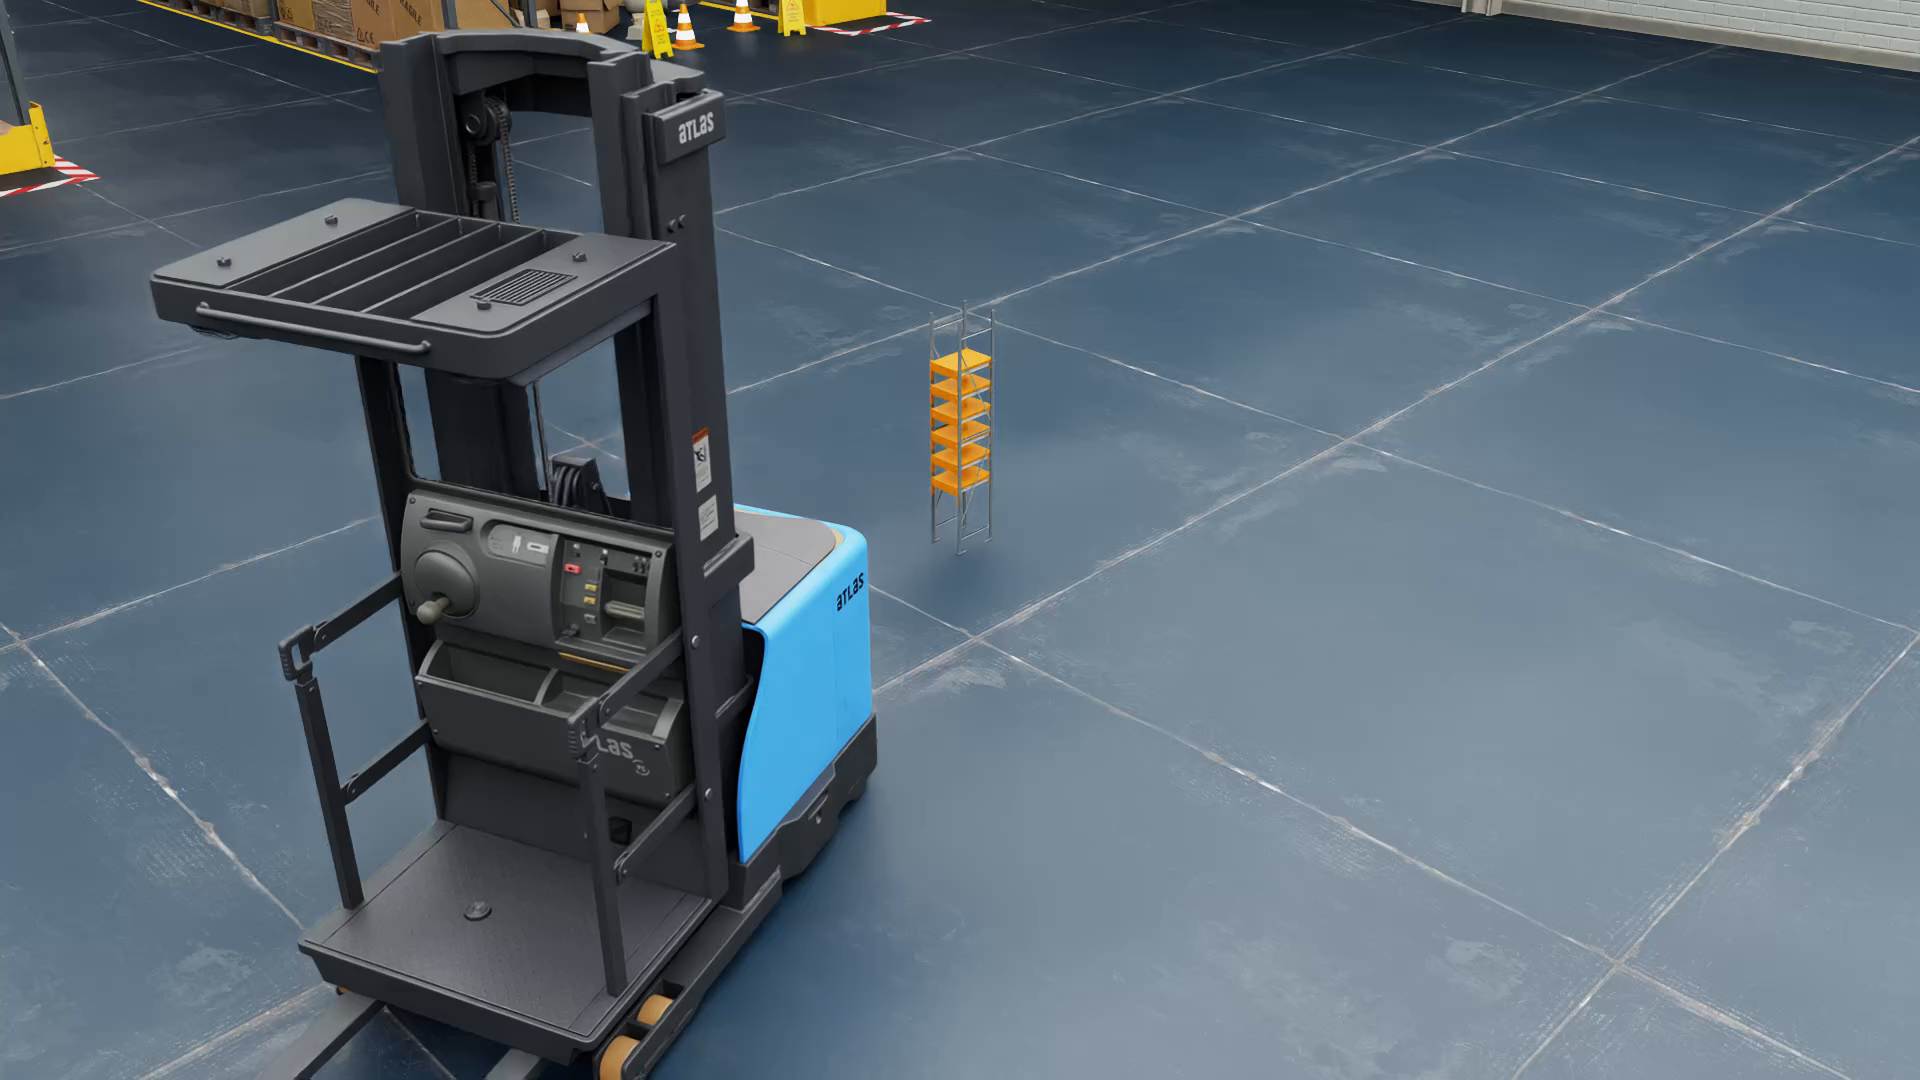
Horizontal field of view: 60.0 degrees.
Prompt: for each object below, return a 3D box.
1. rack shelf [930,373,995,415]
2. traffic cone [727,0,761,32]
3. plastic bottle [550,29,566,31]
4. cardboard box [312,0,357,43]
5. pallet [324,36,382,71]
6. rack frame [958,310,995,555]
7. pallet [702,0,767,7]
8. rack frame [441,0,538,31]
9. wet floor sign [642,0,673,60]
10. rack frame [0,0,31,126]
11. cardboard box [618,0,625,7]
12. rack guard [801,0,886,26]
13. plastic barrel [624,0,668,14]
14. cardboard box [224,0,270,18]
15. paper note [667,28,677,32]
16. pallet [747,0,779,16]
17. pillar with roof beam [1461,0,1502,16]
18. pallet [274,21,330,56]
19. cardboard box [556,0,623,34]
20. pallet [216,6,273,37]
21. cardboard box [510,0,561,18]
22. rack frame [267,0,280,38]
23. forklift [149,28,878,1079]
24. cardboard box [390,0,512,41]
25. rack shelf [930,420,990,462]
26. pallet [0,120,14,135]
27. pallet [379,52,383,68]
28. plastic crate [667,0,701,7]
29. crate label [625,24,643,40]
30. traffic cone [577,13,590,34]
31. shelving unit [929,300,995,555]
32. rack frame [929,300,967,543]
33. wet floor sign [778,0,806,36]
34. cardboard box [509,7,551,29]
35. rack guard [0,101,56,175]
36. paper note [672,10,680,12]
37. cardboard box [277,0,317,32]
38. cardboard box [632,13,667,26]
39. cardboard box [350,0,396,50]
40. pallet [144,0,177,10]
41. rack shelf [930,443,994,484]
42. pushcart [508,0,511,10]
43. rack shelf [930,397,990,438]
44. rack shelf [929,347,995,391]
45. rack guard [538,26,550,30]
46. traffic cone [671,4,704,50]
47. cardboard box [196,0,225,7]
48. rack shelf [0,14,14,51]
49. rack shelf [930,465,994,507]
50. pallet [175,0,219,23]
[{"bbox_3d":[0.010,-0.699,7.871,0.180,0.103,0.258,25,36,38],"label":"rack shelf"},{"bbox_3d":[-2.578,-6.304,19.741,0.334,0.463,0.336,25,36,38],"label":"traffic cone"},{"bbox_3d":[-4.769,-5.954,19.508,0.283,0.061,0.133,12,30,22],"label":"plastic bottle"},{"bbox_3d":[-6.573,-6.068,18.399,0.875,0.875,0.875,25,37,39],"label":"cardboard box"},{"bbox_3d":[-6.256,-5.437,18.364,1.213,0.211,1.003,25,36,38],"label":"pallet"},{"bbox_3d":[0.076,-0.496,7.905,0.006,1.200,0.240,25,36,38],"label":"rack frame"},{"bbox_3d":[-2.842,-7.180,21.678,1.213,0.211,1.003,25,36,38],"label":"pallet"},{"bbox_3d":[-4.766,-6.039,16.511,0.127,3.000,1.000,25,36,38],"label":"rack frame"},{"bbox_3d":[-3.357,-5.644,18.291,0.232,0.644,0.267,18,33,30],"label":"wet floor sign"},{"bbox_3d":[-8.315,-4.426,13.444,0.127,3.000,1.000,25,36,38],"label":"rack frame"},{"bbox_3d":[-4.410,-7.113,21.238,0.500,0.500,0.500,-3,28,-5],"label":"cardboard box"},{"bbox_3d":[-1.422,-6.633,20.327,0.348,0.500,1.175,25,36,38],"label":"rack guard"},{"bbox_3d":[-3.902,-6.746,20.624,0.512,0.421,0.421,-3,28,-5],"label":"plastic barrel"},{"bbox_3d":[-8.124,-6.707,19.748,0.750,0.750,1.050,24,36,38],"label":"cardboard box"},{"bbox_3d":[-3.437,-6.048,19.720,0.142,0.019,0.148,12,30,22],"label":"paper note"},{"bbox_3d":[-1.976,-6.782,20.921,1.213,0.211,1.003,25,36,38],"label":"pallet"},{"bbox_3d":[3.506,-9.158,15.998,0.400,9.000,9.100,25,36,38],"label":"pillar with roof beam"},{"bbox_3d":[-7.131,-5.836,19.121,1.213,0.211,1.003,25,36,38],"label":"pallet"},{"bbox_3d":[-4.395,-6.342,19.771,0.637,0.503,0.797,2,28,4],"label":"cardboard box"},{"bbox_3d":[-8.221,-6.336,20.074,1.213,0.211,1.003,25,36,38],"label":"pallet"},{"bbox_3d":[-5.067,-6.705,20.315,0.503,0.637,0.797,25,36,38],"label":"cardboard box"},{"bbox_3d":[-7.618,-7.344,18.994,0.127,3.000,1.000,25,36,38],"label":"rack frame"},{"bbox_3d":[-1.366,0.155,4.807,1.130,2.935,3.031,11,30,20],"label":"forklift"},{"bbox_3d":[-5.296,-5.484,17.287,0.875,0.875,0.875,25,37,39],"label":"cardboard box"},{"bbox_3d":[0.010,-0.487,7.982,0.180,0.103,0.258,25,36,38],"label":"rack shelf"},{"bbox_3d":[-8.924,-3.493,14.666,1.213,0.211,1.003,25,36,38],"label":"pallet"},{"bbox_3d":[-5.391,-5.039,17.607,1.213,0.211,1.003,25,36,38],"label":"pallet"},{"bbox_3d":[-3.675,-6.943,21.368,0.583,0.080,0.402,12,30,22],"label":"plastic crate"},{"bbox_3d":[-3.718,-5.916,19.354,0.298,0.136,0.250,7,29,13],"label":"crate label"},{"bbox_3d":[-4.149,-5.560,18.328,0.334,0.463,0.336,25,36,38],"label":"traffic cone"},{"bbox_3d":[0.010,-0.526,7.962,0.189,1.200,0.258,25,36,38],"label":"shelving unit"},{"bbox_3d":[-0.055,-0.556,8.019,0.006,1.200,0.240,25,36,38],"label":"rack frame"},{"bbox_3d":[-1.982,-6.255,19.453,0.267,0.644,0.232,-13,30,-22],"label":"wet floor sign"},{"bbox_3d":[-5.101,-6.184,19.726,0.396,0.266,0.258,-18,33,-31],"label":"cardboard box"},{"bbox_3d":[-8.369,-3.344,14.073,0.348,0.500,1.175,25,36,38],"label":"rack guard"},{"bbox_3d":[-3.525,-6.647,20.859,0.148,0.019,0.142,12,30,22],"label":"paper note"},{"bbox_3d":[-7.219,-6.361,18.956,0.875,0.875,0.875,-25,36,-38],"label":"cardboard box"},{"bbox_3d":[-3.718,-6.210,19.900,0.380,0.149,0.250,-7,29,-14],"label":"cardboard box"},{"bbox_3d":[-5.925,-5.770,17.832,0.875,0.875,0.875,24,36,38],"label":"cardboard box"},{"bbox_3d":[-9.961,-7.133,21.588,1.213,0.211,1.003,25,36,38],"label":"pallet"},{"bbox_3d":[0.010,-0.381,8.038,0.180,0.103,0.258,25,36,38],"label":"rack shelf"},{"bbox_3d":[-5.783,-7.086,21.321,0.936,0.377,1.648,12,30,22],"label":"pushcart"},{"bbox_3d":[0.010,-0.593,7.927,0.180,0.103,0.258,25,36,38],"label":"rack shelf"},{"bbox_3d":[0.010,-0.806,7.815,0.180,0.103,0.258,25,36,38],"label":"rack shelf"},{"bbox_3d":[-4.749,-4.925,17.078,0.348,0.500,1.175,25,36,38],"label":"rack guard"},{"bbox_3d":[-3.114,-5.825,18.830,0.334,0.463,0.336,25,36,38],"label":"traffic cone"},{"bbox_3d":[-8.809,-7.023,20.349,0.750,0.750,1.050,25,36,38],"label":"cardboard box"},{"bbox_3d":[-9.741,-4.760,14.852,4.000,0.370,1.077,25,36,38],"label":"rack shelf"},{"bbox_3d":[0.010,-0.275,8.094,0.180,0.103,0.258,25,36,38],"label":"rack shelf"},{"bbox_3d":[-9.095,-6.735,20.831,1.213,0.211,1.003,25,36,38],"label":"pallet"}]
